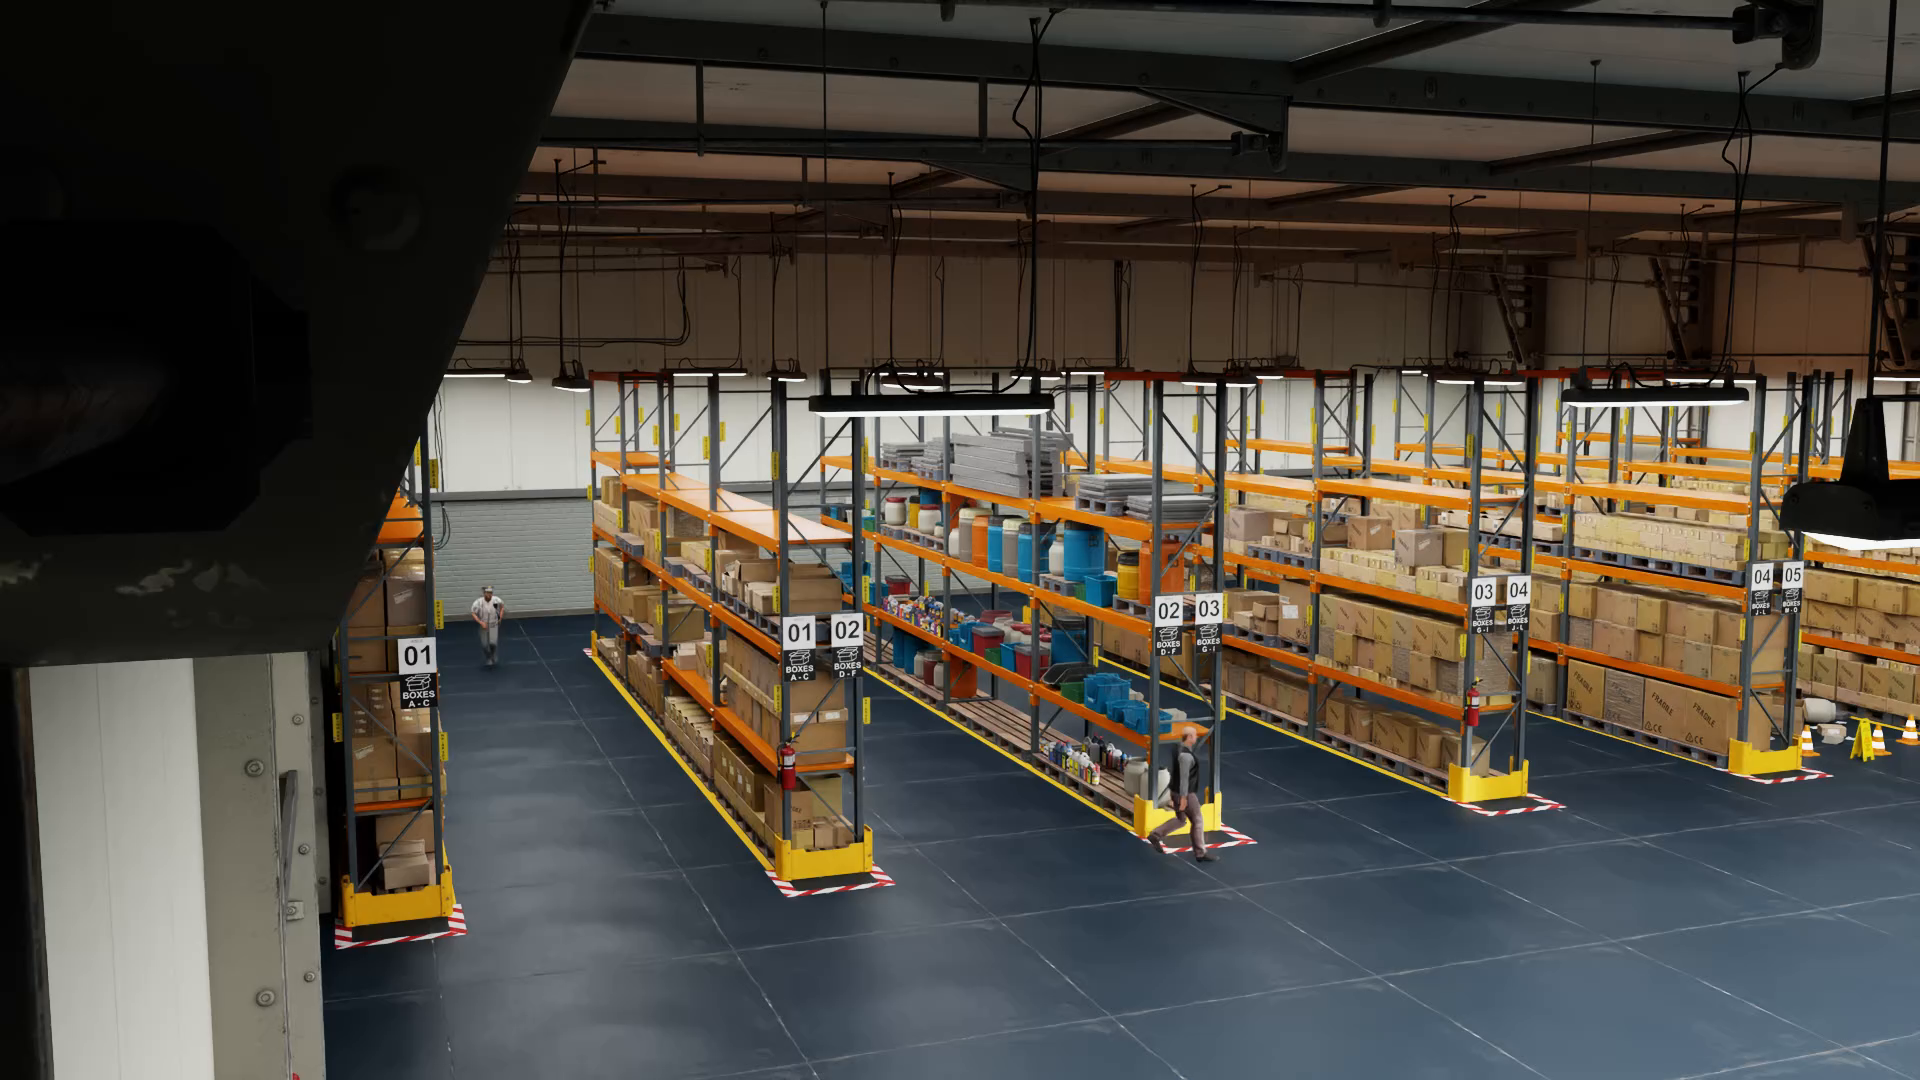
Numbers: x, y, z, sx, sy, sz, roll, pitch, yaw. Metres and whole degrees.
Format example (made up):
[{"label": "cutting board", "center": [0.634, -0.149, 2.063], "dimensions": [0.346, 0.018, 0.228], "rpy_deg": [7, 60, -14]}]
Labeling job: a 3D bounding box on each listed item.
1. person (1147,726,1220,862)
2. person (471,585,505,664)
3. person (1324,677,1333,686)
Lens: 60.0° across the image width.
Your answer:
[{"label": "person", "center": [2.795, 3.163, 20.838], "dimensions": [0.891, 1.697, 0.562], "rpy_deg": [0, 6, -3]}, {"label": "person", "center": [-9.596, 1.726, 33.829], "dimensions": [0.635, 1.685, 0.737], "rpy_deg": [-1, 6, -10]}, {"label": "person", "center": [6.778, 2.159, 30.307], "dimensions": [0.432, 1.552, 0.903], "rpy_deg": [-1, 6, -9]}]
